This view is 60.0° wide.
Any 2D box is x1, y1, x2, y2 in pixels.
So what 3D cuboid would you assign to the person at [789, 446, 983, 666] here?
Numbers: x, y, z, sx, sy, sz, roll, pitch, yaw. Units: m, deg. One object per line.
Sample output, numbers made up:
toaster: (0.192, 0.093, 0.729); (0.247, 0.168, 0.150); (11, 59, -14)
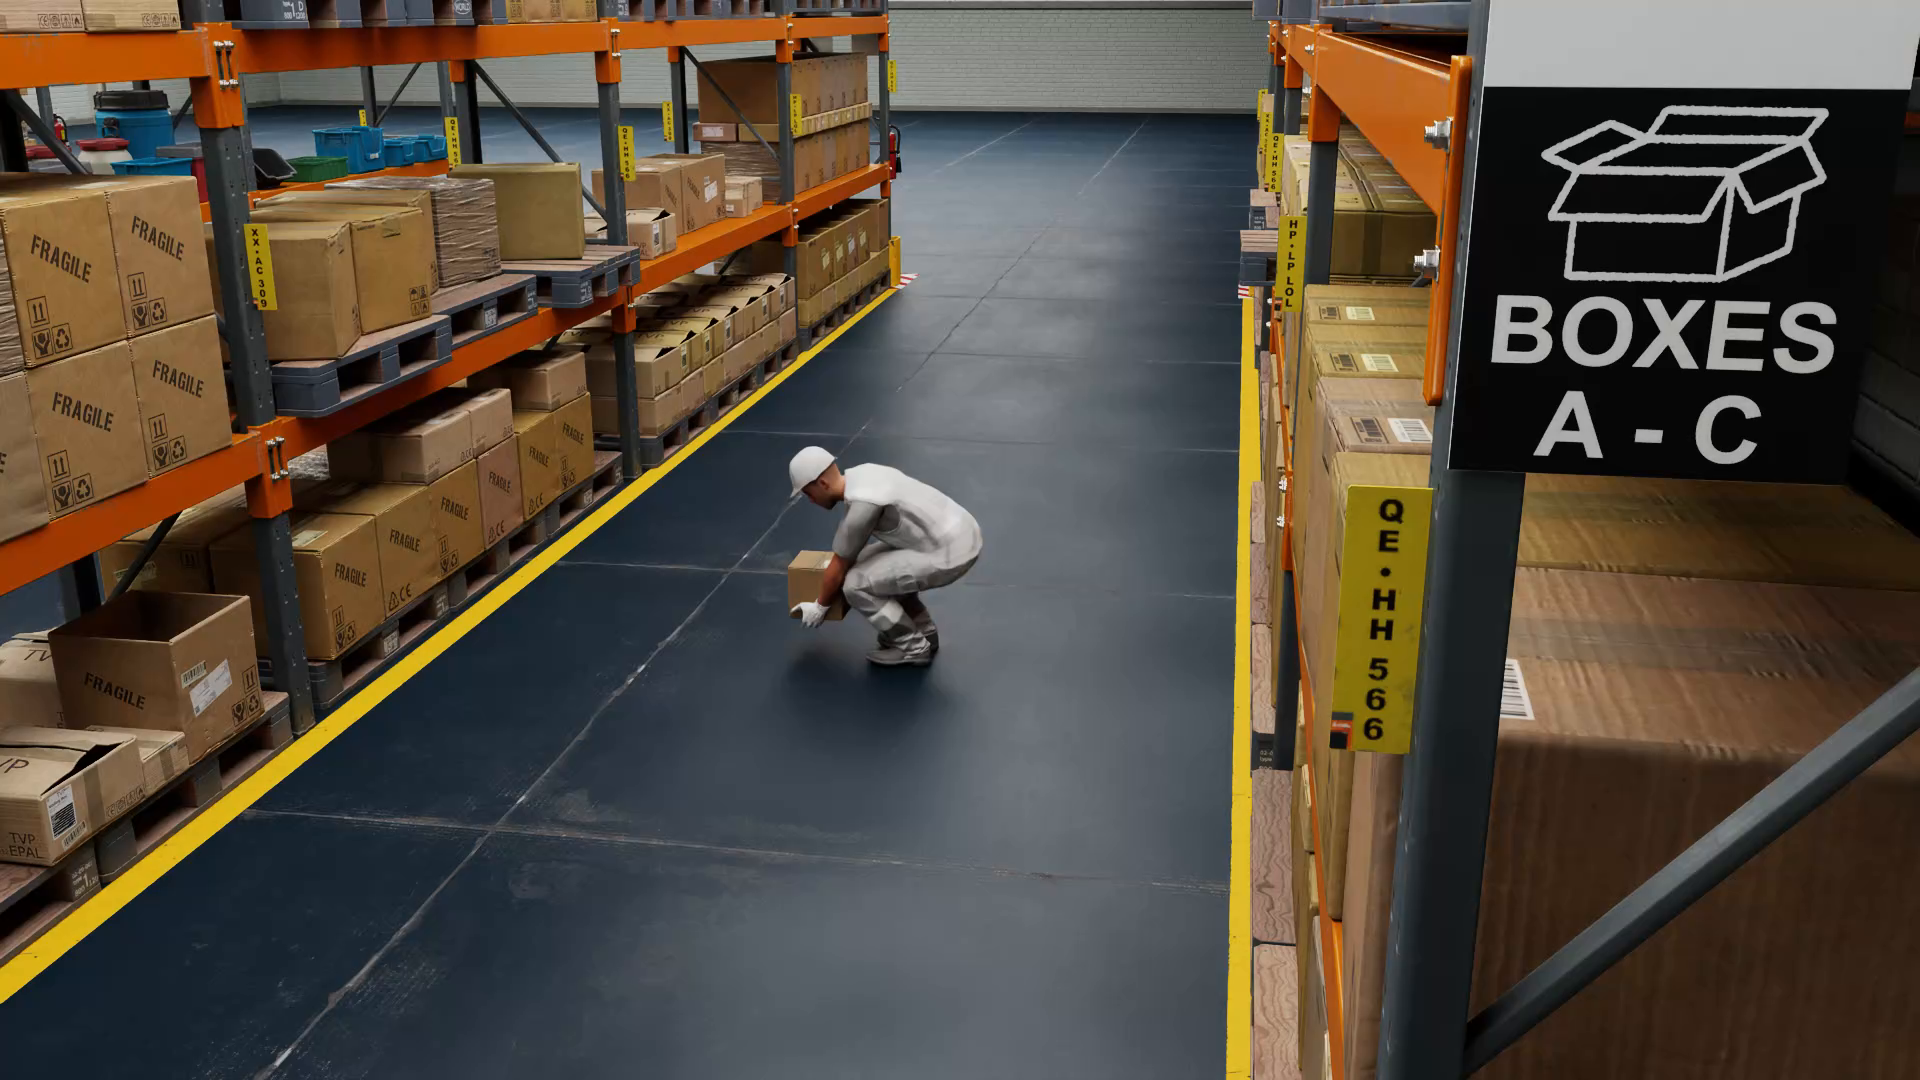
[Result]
person: (-0.334, 0.063, 7.613); (0.870, 1.006, 0.537); (2, 18, 7)
